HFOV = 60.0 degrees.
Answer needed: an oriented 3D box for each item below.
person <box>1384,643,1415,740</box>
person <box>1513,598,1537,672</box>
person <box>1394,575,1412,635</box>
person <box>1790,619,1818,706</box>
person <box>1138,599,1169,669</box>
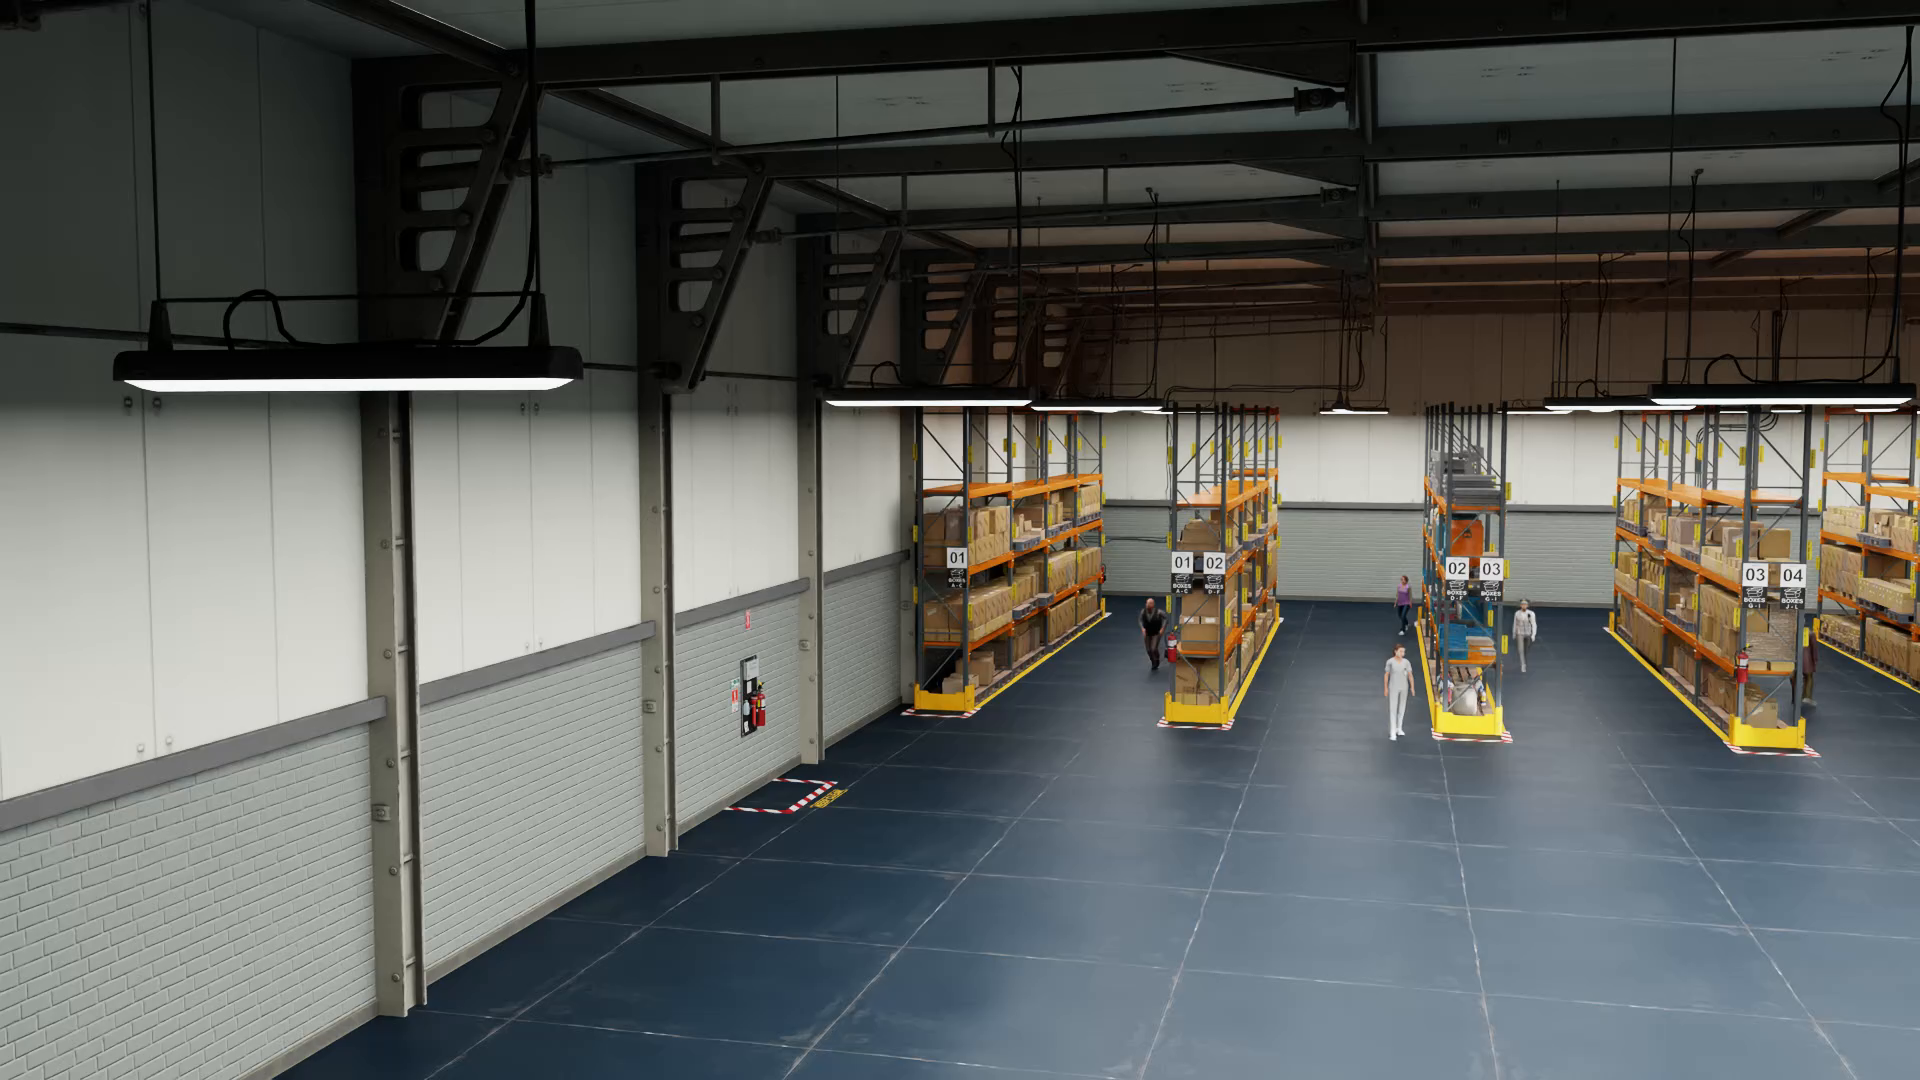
[{"bbox_3d":[7.861,2.704,29.753,0.490,1.701,0.581,0,4,-1],"label":"person"},{"bbox_3d":[12.742,2.117,37.455,0.443,1.620,1.052,0,4,5],"label":"person"},{"bbox_3d":[11.705,1.692,43.774,0.429,1.554,0.867,3,5,37],"label":"person"},{"bbox_3d":[16.663,2.505,32.963,0.612,1.578,0.610,1,4,15],"label":"person"},{"bbox_3d":[4.382,2.129,37.617,0.696,1.634,0.721,2,5,24],"label":"person"}]
